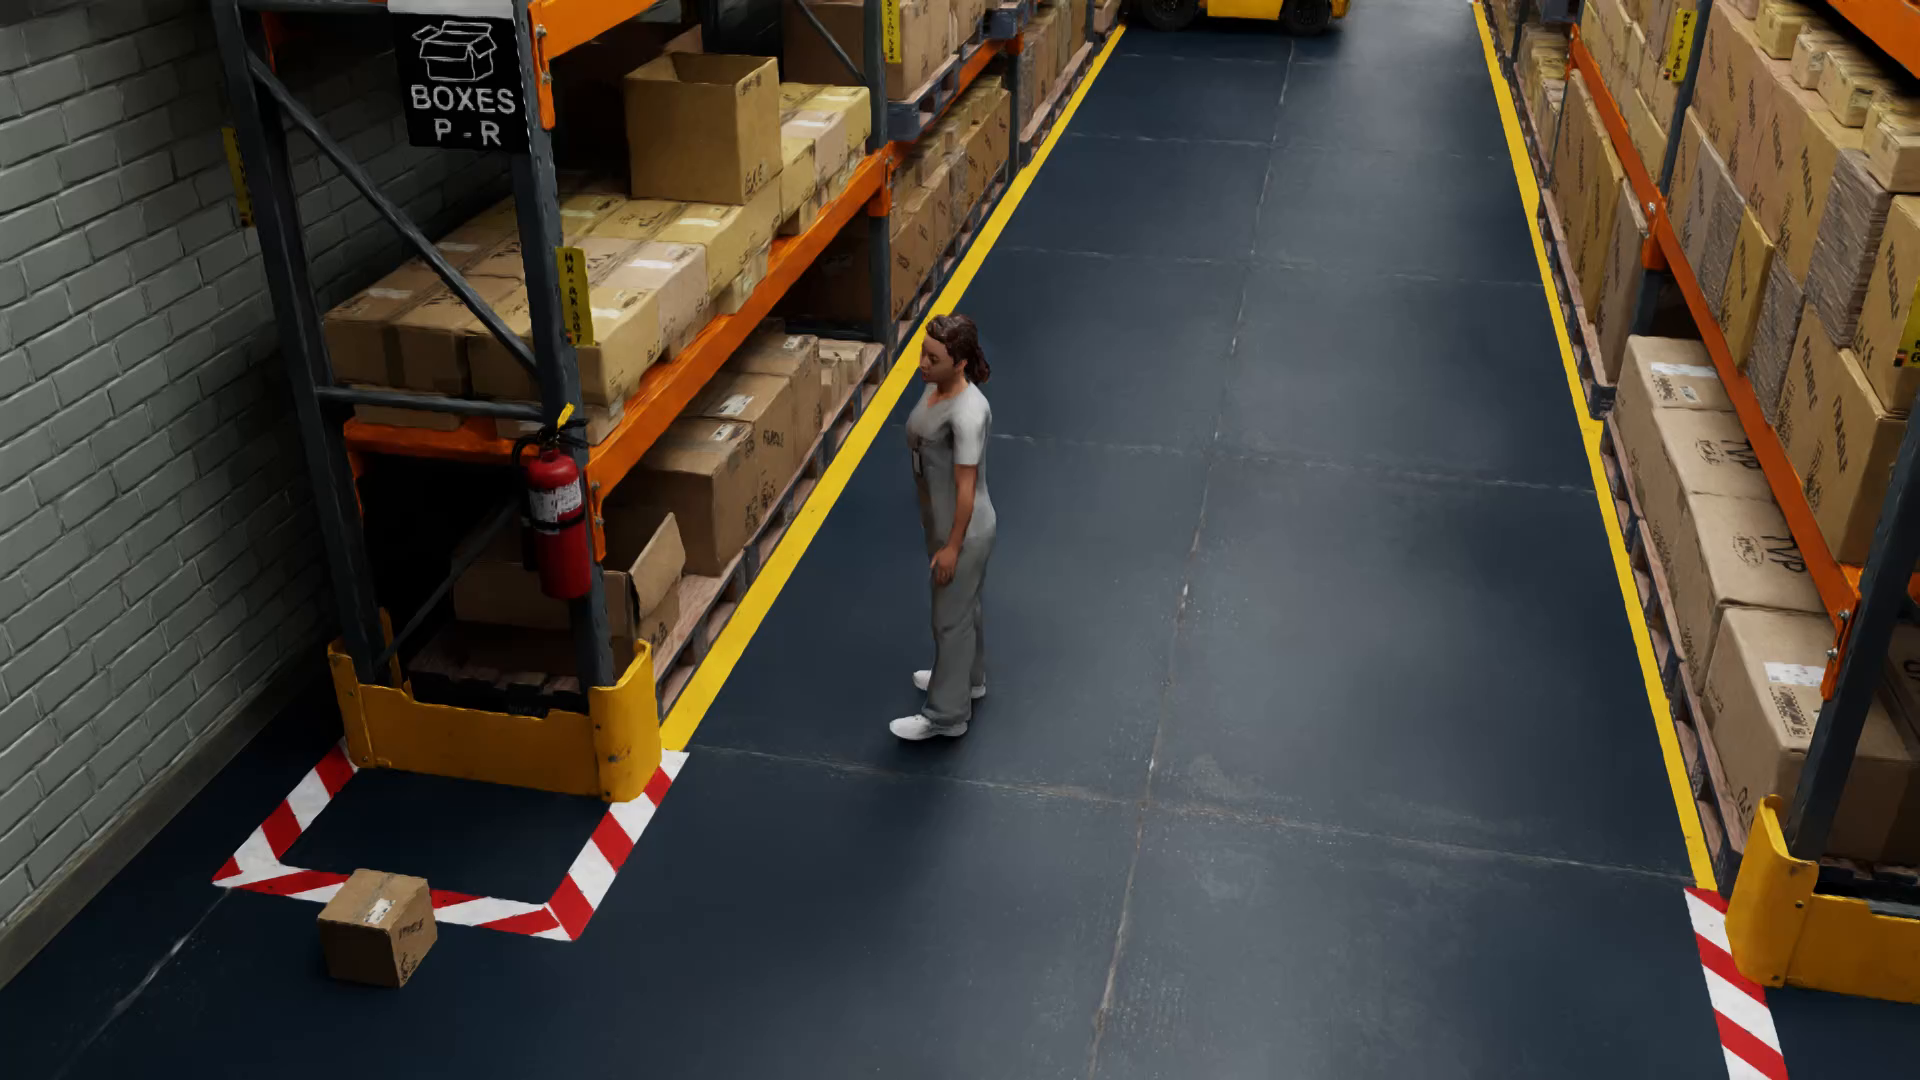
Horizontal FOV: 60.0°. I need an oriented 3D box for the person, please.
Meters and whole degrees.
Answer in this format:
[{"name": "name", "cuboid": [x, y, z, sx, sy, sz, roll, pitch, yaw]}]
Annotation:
[{"name": "person", "cuboid": [-0.087, -0.045, 6.153, 0.449, 1.680, 0.525, -8, 30, -14]}]
